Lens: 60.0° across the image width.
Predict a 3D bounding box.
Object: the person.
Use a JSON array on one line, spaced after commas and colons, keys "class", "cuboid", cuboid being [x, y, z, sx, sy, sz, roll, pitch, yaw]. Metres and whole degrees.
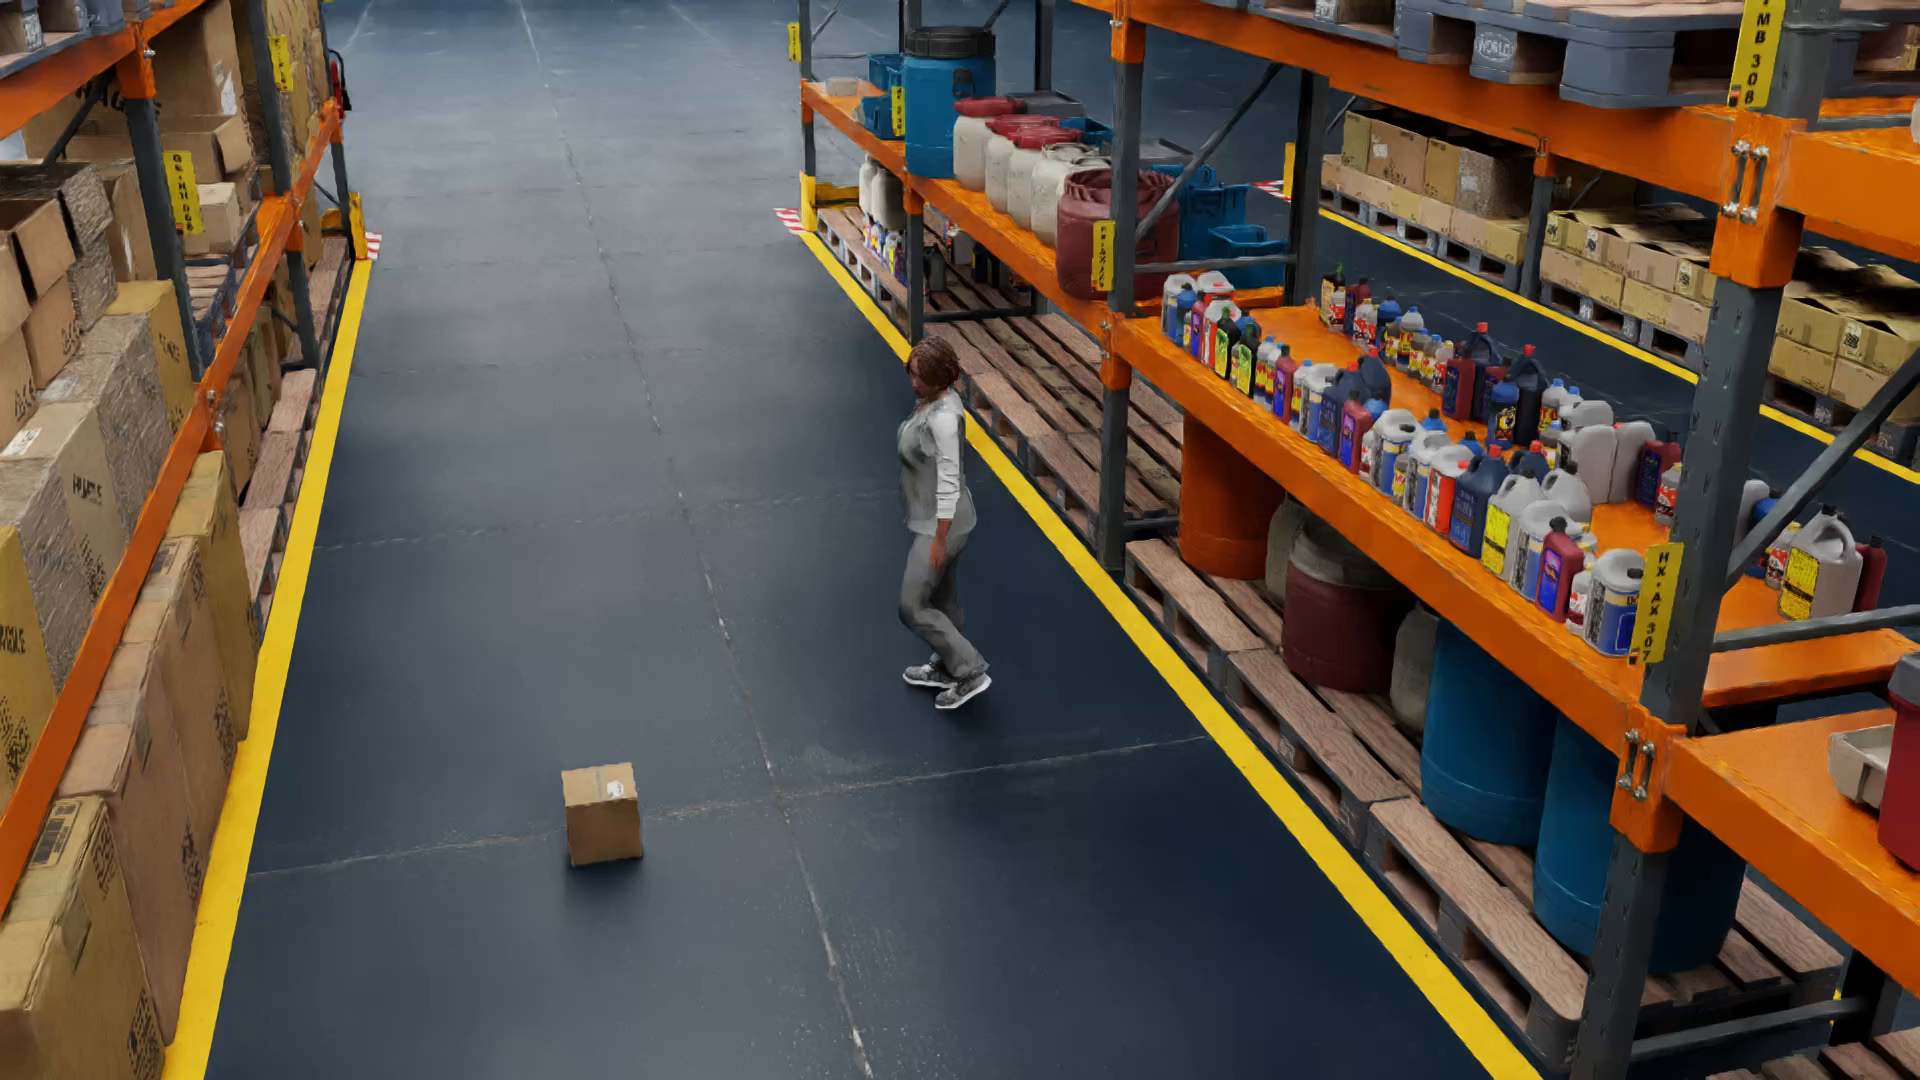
[{"class": "person", "cuboid": [-0.061, -0.059, 6.710, 0.382, 1.598, 0.470, 0, 23, 0]}]
